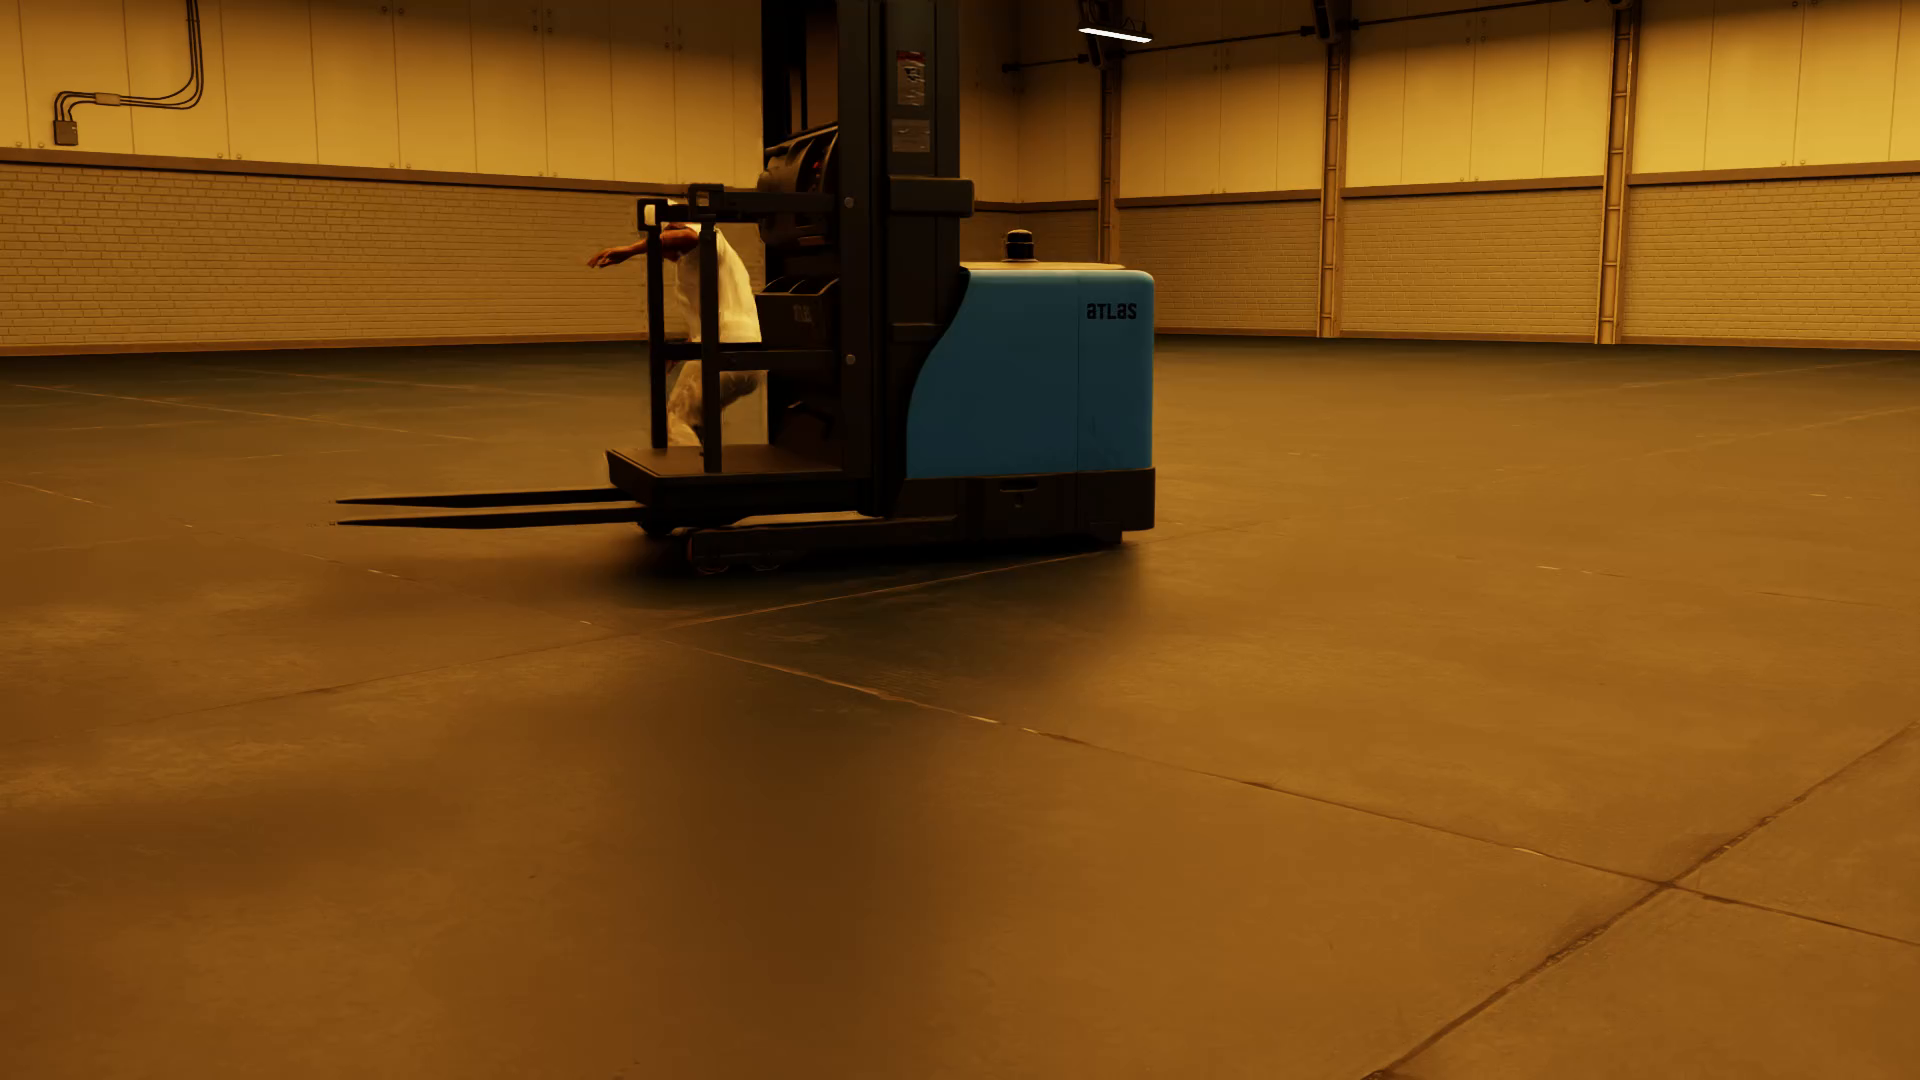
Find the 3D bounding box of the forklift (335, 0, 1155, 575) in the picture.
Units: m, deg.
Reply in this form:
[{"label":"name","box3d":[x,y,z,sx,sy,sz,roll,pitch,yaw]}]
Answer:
[{"label":"forklift","box3d":[-0.803,-1.414,6.264,3.031,2.935,1.130,-3,9,-21]}]

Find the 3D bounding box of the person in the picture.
[{"label":"person","box3d":[-1.275,-0.833,7.548,0.831,1.427,1.337,3,9,18]}]
